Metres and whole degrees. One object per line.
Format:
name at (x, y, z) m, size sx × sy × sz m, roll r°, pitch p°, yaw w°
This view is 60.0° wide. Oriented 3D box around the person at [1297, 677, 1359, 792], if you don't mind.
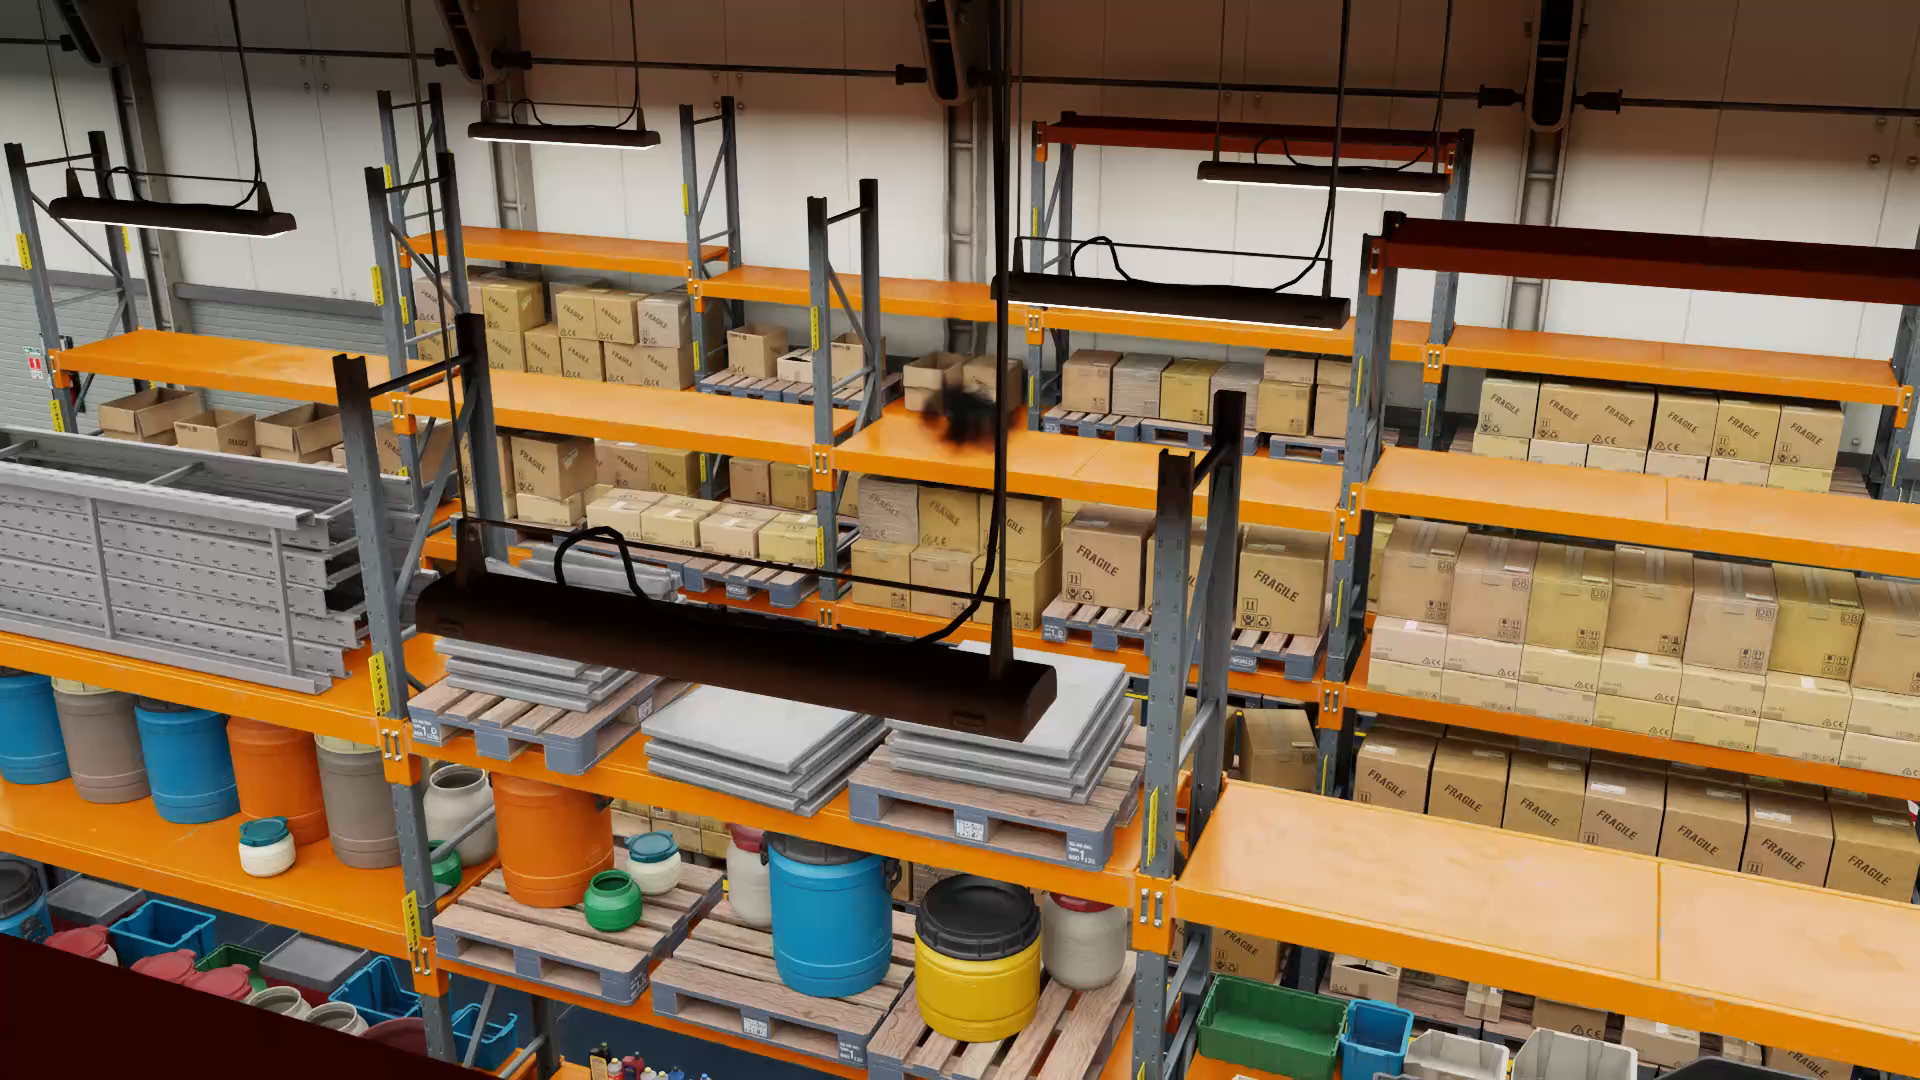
person at (3.526, 1.487, 15.488) m, size 0.879 × 1.791 × 0.751 m, roll 8°, pitch 22°, yaw 20°
